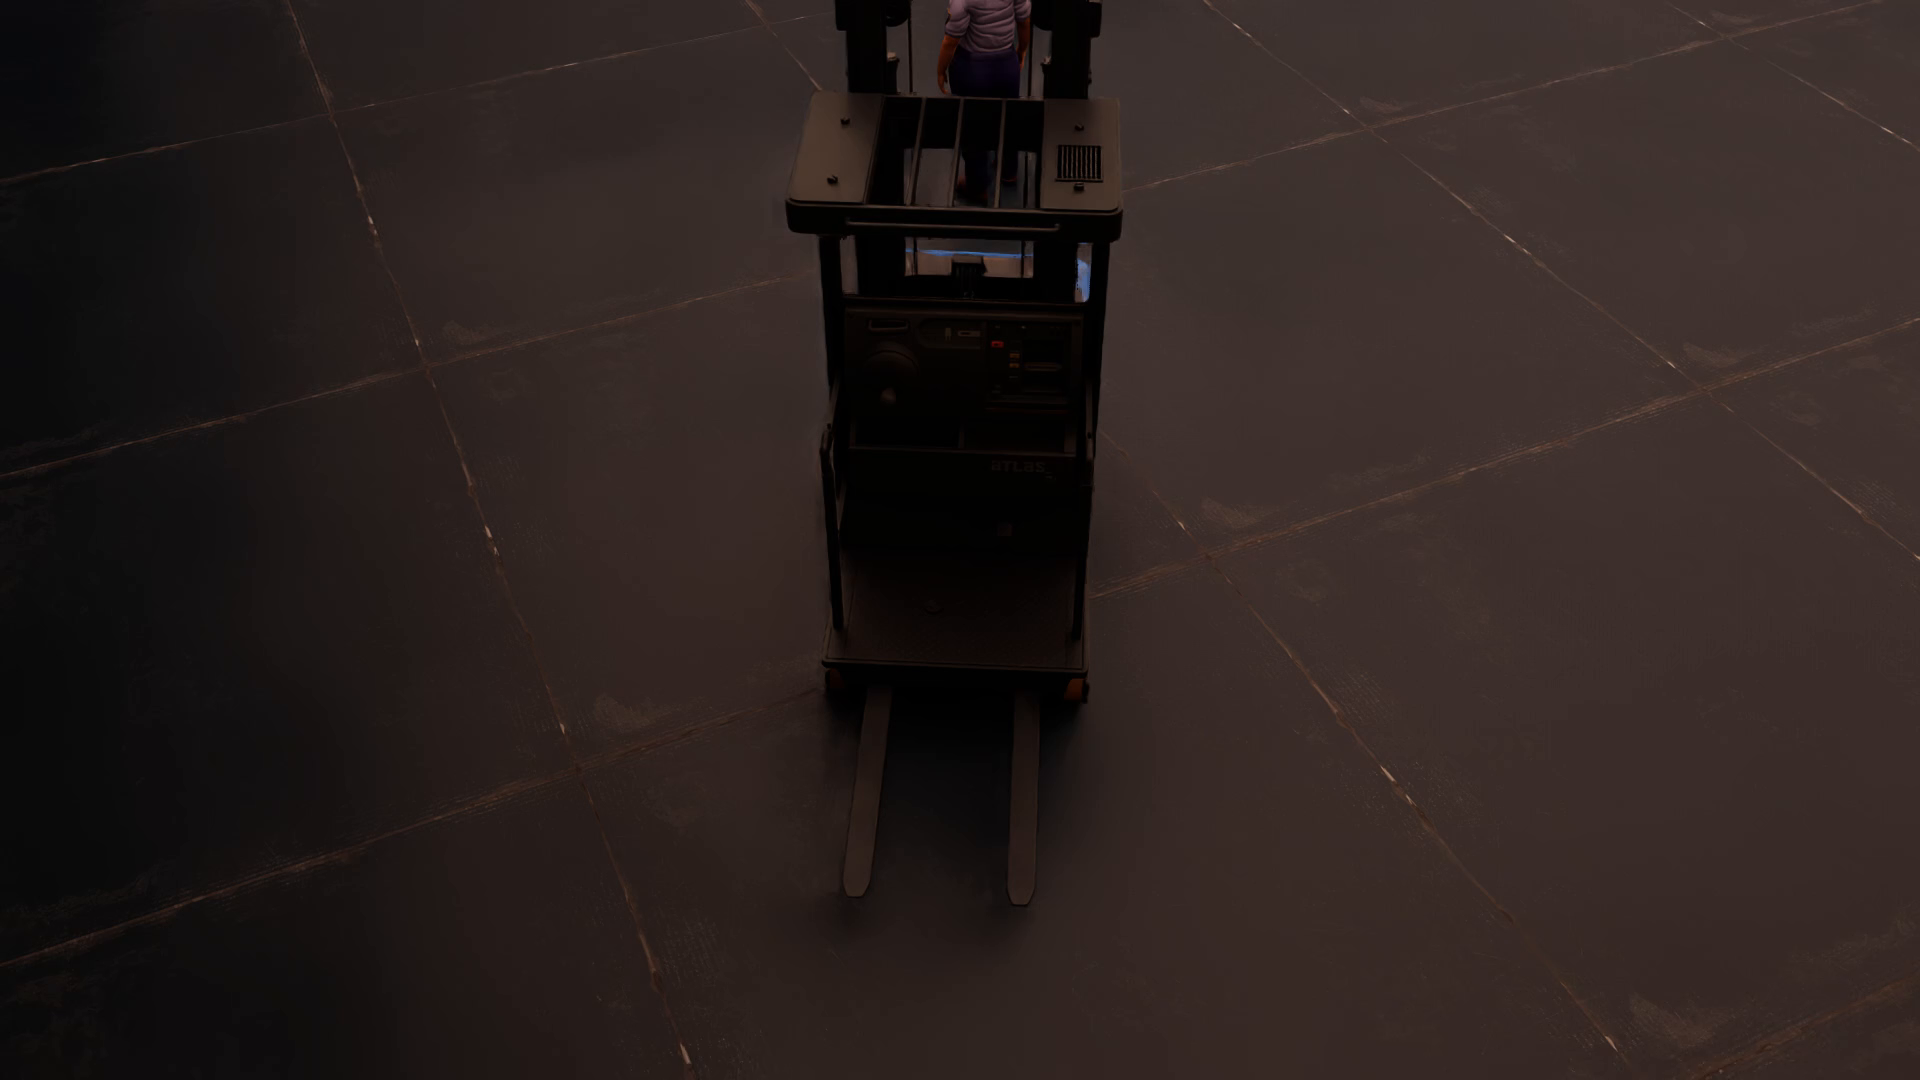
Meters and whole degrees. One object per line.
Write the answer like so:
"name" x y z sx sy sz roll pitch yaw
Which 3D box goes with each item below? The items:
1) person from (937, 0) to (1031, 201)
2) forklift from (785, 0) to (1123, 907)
"person" 0.116 -2.740 9.546 0.599 1.650 0.502 -17 46 -17
"forklift" 0.002 -0.617 6.342 1.130 2.935 3.031 2 43 2
